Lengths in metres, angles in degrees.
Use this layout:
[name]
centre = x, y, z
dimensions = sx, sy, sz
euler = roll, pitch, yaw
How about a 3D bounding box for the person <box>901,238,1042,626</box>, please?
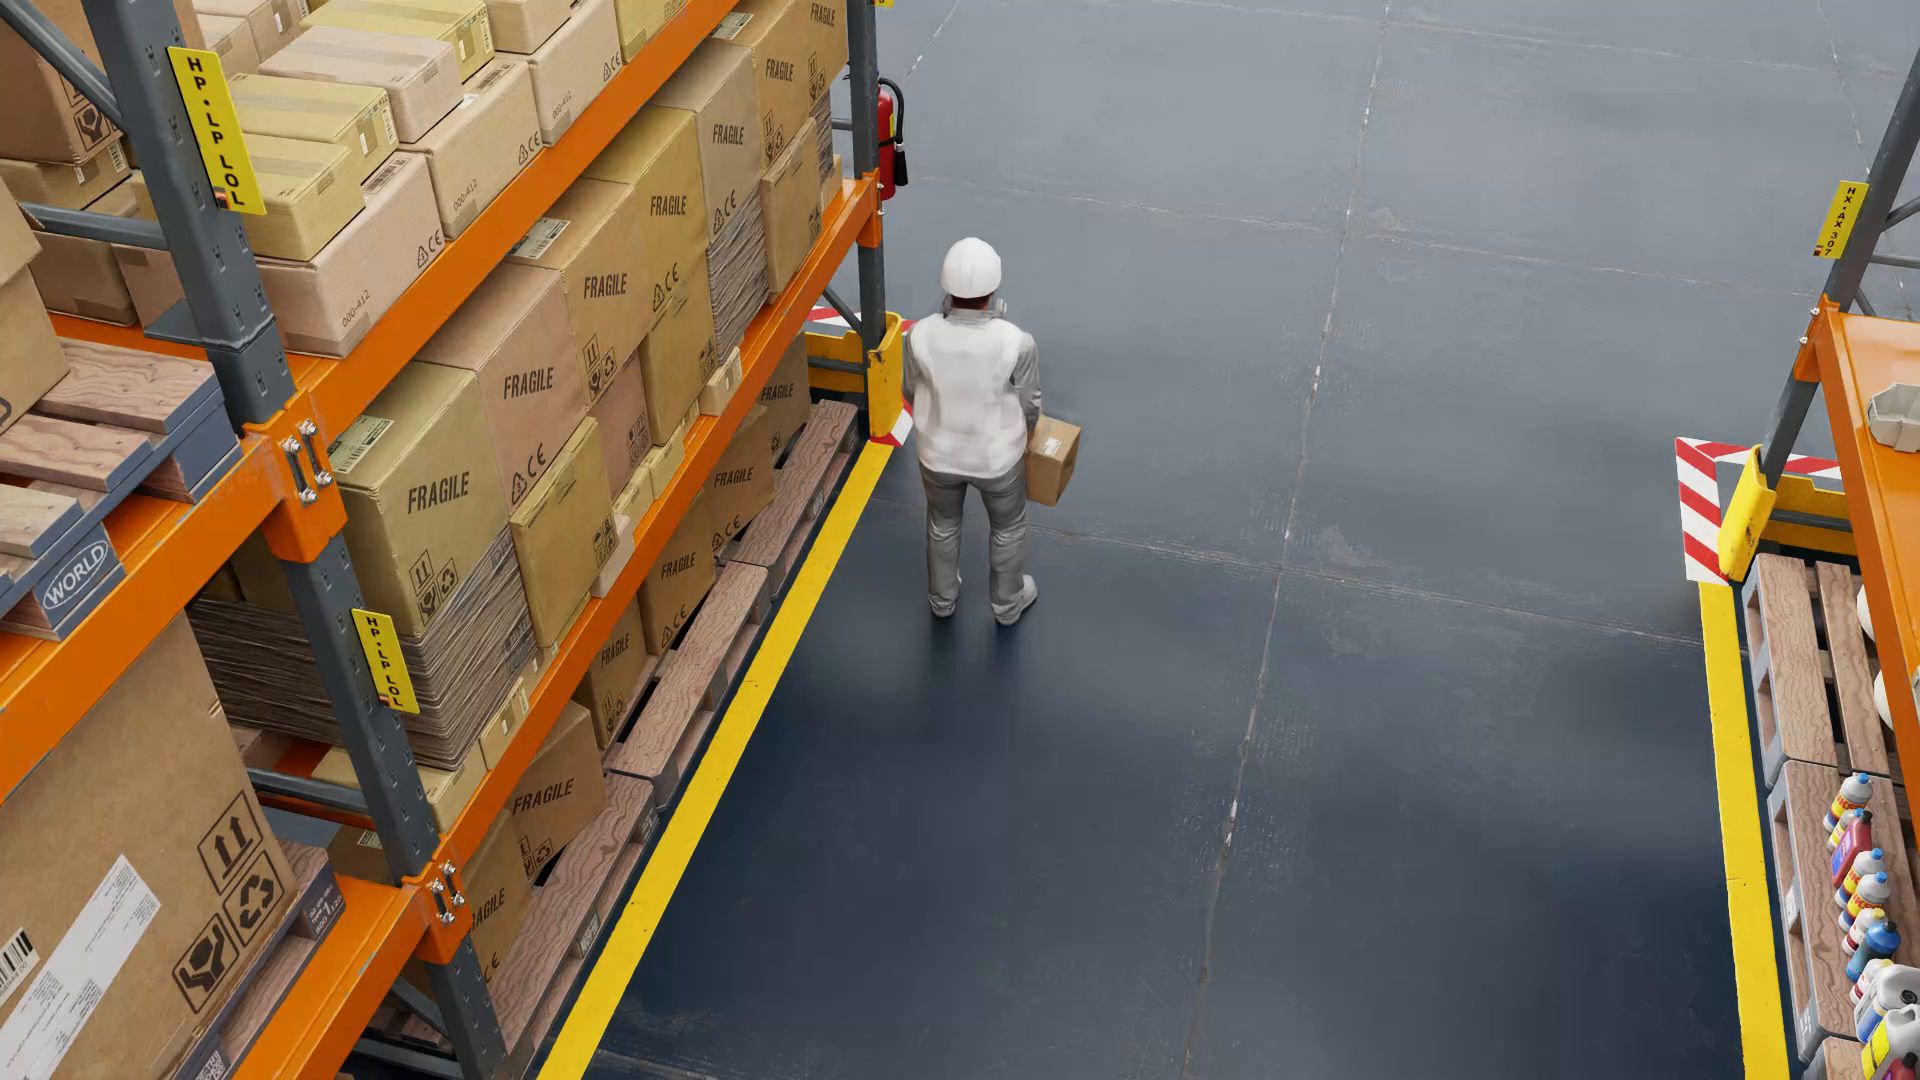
[person]
centre = 0.045, -0.387, 6.582
dimensions = 0.553, 1.778, 0.434
euler = 8, 41, 9
